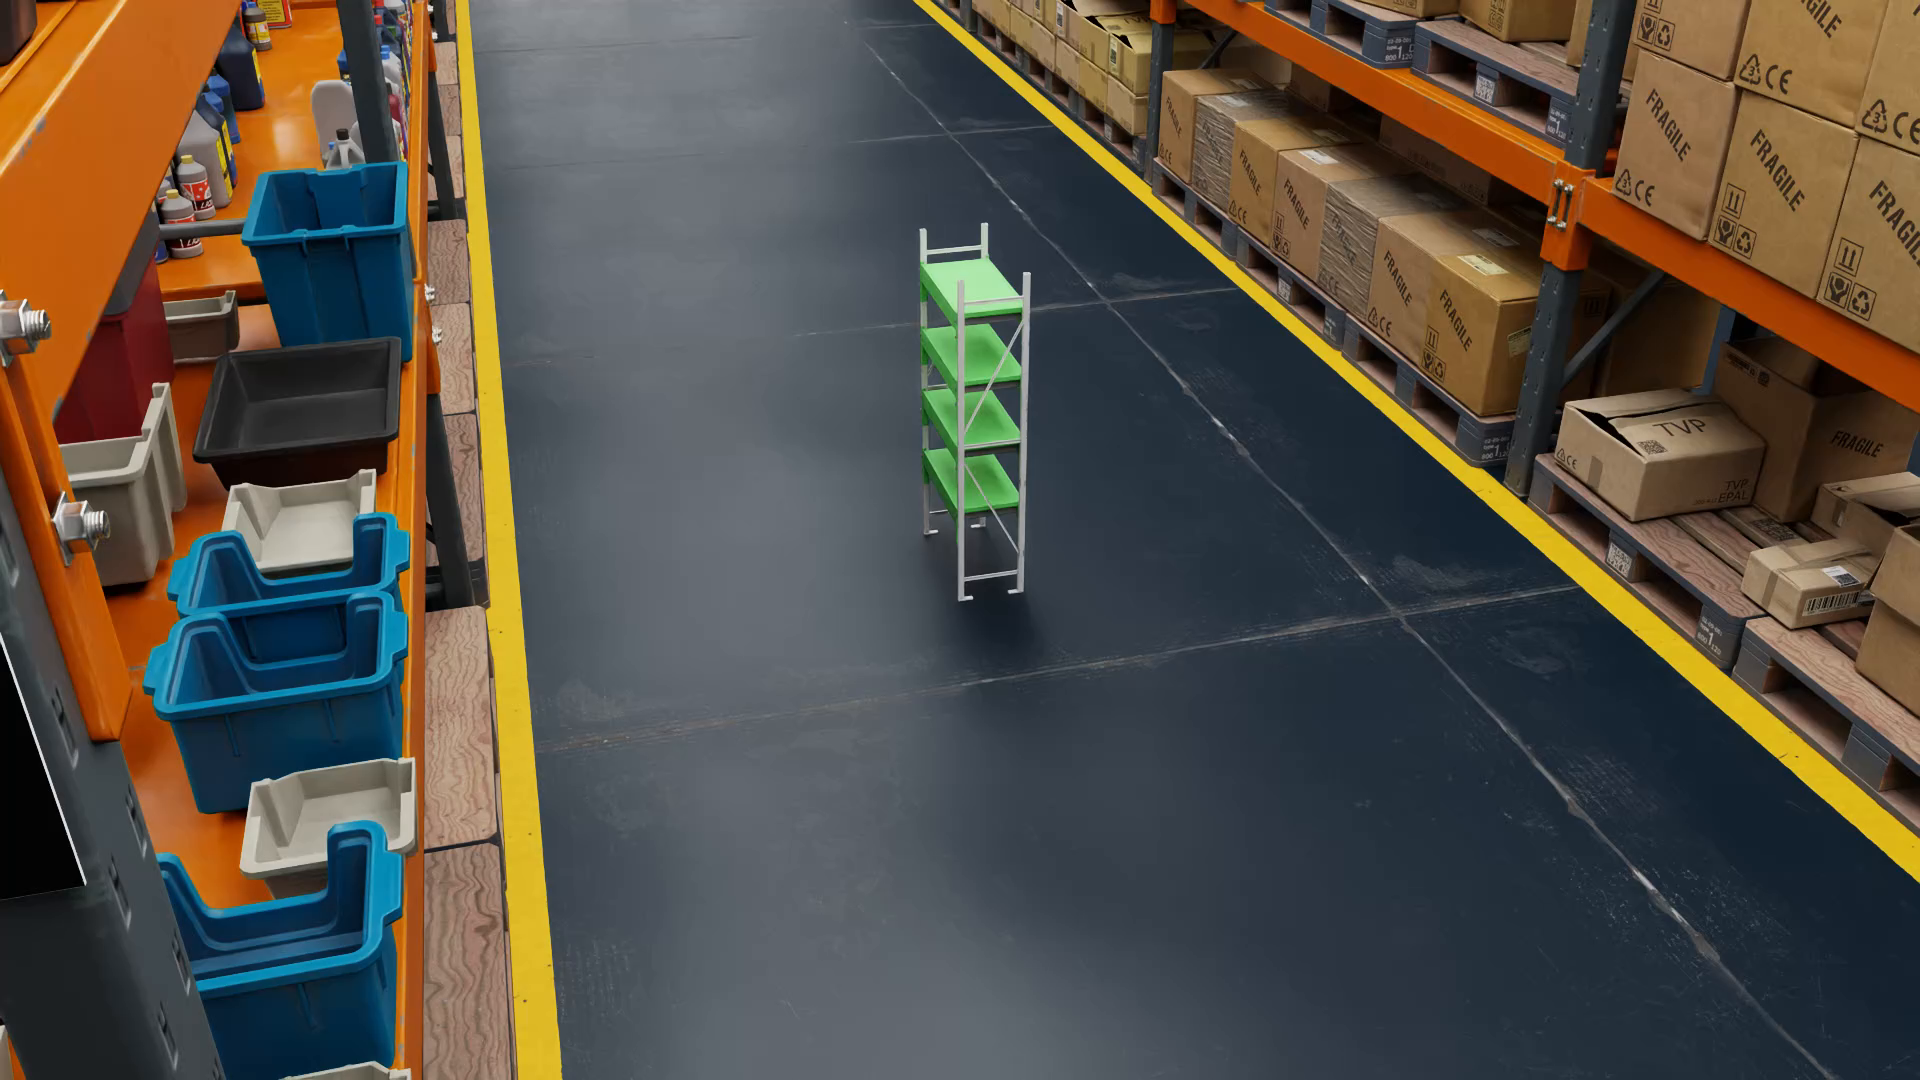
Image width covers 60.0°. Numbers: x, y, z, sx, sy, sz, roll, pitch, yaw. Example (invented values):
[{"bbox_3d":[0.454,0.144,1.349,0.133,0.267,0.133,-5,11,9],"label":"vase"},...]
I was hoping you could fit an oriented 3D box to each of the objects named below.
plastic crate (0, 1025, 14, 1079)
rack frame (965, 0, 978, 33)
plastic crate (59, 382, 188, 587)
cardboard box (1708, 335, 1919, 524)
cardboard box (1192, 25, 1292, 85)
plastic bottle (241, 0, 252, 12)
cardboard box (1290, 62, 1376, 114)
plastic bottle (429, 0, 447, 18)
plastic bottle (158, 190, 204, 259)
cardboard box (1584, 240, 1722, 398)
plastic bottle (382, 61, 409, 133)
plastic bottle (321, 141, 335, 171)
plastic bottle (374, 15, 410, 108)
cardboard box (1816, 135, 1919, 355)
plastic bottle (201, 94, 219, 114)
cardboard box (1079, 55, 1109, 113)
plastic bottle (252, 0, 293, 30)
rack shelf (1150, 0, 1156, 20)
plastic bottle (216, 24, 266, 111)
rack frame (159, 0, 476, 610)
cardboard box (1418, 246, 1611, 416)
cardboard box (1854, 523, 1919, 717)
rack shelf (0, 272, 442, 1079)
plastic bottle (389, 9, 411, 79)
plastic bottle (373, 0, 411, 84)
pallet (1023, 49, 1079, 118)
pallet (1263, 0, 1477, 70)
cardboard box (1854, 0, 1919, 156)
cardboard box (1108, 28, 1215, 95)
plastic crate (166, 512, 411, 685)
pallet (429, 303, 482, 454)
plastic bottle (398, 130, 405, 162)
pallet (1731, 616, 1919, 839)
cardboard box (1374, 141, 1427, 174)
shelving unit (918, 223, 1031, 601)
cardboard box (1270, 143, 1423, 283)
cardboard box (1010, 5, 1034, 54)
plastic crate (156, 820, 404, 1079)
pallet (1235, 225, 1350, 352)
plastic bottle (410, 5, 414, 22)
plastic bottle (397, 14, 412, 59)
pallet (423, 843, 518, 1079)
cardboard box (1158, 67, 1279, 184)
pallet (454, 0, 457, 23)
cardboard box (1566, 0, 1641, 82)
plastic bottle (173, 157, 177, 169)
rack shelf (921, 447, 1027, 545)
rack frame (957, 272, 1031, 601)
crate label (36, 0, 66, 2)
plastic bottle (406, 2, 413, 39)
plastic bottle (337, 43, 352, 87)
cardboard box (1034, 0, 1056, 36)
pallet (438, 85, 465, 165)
[{"bbox_3d":[-1.446,0.754,2.156,0.396,0.136,0.243,-8,31,-13],"label":"plastic crate"},{"bbox_3d":[0.536,-5.417,12.614,1.000,3.000,0.127,-8,31,-13],"label":"rack frame"},{"bbox_3d":[-1.889,-0.109,3.502,0.437,0.282,0.530,-8,31,-13],"label":"plastic crate"},{"bbox_3d":[3.084,-0.424,6.044,0.500,0.500,0.500,-8,31,-13],"label":"cardboard box"},{"bbox_3d":[1.742,-3.011,10.224,0.500,0.311,0.500,-7,31,-12],"label":"cardboard box"},{"bbox_3d":[-3.376,-2.522,7.737,0.152,0.276,0.135,-8,31,-13],"label":"plastic bottle"},{"bbox_3d":[2.092,-2.471,8.832,0.500,0.250,0.500,-7,31,-11],"label":"cardboard box"},{"bbox_3d":[-4.015,-4.136,12.681,0.152,0.276,0.135,-7,31,-11],"label":"plastic bottle"},{"bbox_3d":[-2.418,-0.983,5.152,0.097,0.201,0.097,0,30,0],"label":"plastic bottle"},{"bbox_3d":[2.766,-0.927,6.914,0.500,0.500,0.500,-9,31,-16],"label":"cardboard box"},{"bbox_3d":[-2.180,-1.676,6.275,0.152,0.276,0.135,-8,31,-13],"label":"plastic bottle"},{"bbox_3d":[-2.085,-1.235,5.588,0.097,0.201,0.097,0,30,0],"label":"plastic bottle"},{"bbox_3d":[-2.270,-1.880,6.553,0.144,0.351,0.185,-8,31,-13],"label":"plastic bottle"},{"bbox_3d":[2.802,-0.825,4.581,0.500,0.500,0.500,-8,31,-14],"label":"cardboard box"},{"bbox_3d":[-2.649,-1.433,5.860,0.097,0.271,0.097,0,30,0],"label":"plastic bottle"},{"bbox_3d":[1.083,-2.947,10.672,0.500,0.250,0.500,-8,31,-14],"label":"cardboard box"},{"bbox_3d":[-3.229,-2.543,7.772,0.152,0.276,0.135,-8,31,-13],"label":"plastic bottle"},{"bbox_3d":[1.067,-4.139,11.125,1.077,0.370,4.000,-8,31,-13],"label":"rack shelf"},{"bbox_3d":[-2.858,-1.892,6.574,0.144,0.351,0.185,-8,31,-13],"label":"plastic bottle"},{"bbox_3d":[-2.117,-0.896,4.804,1.000,3.000,0.127,-8,31,-13],"label":"rack frame"},{"bbox_3d":[2.252,-0.862,6.800,0.500,0.500,0.500,-8,31,-14],"label":"cardboard box"},{"bbox_3d":[3.163,0.244,4.887,0.797,0.503,0.637,-8,31,-13],"label":"cardboard box"},{"bbox_3d":[-1.586,0.381,3.315,1.077,0.370,4.000,-8,31,-13],"label":"rack shelf"},{"bbox_3d":[-2.357,-2.087,6.977,0.061,0.283,0.133,-8,31,-13],"label":"plastic bottle"},{"bbox_3d":[-2.355,-2.034,6.818,0.144,0.351,0.185,-8,31,-13],"label":"plastic bottle"},{"bbox_3d":[1.097,-3.269,11.687,1.003,0.211,1.213,-8,31,-13],"label":"pallet"},{"bbox_3d":[2.119,-2.463,7.703,1.003,0.211,1.213,-8,31,-13],"label":"pallet"},{"bbox_3d":[2.787,-1.266,4.346,0.500,0.500,0.500,-9,31,-15],"label":"cardboard box"},{"bbox_3d":[1.222,-2.939,10.100,0.500,0.311,0.500,-7,31,-12],"label":"cardboard box"},{"bbox_3d":[-1.233,0.138,3.124,0.416,0.233,0.300,-8,31,-13],"label":"plastic crate"},{"bbox_3d":[-2.609,-0.658,7.176,1.003,0.211,1.213,-8,31,-13],"label":"pallet"},{"bbox_3d":[-2.000,-1.368,5.817,0.097,0.201,0.097,0,30,0],"label":"plastic bottle"},{"bbox_3d":[3.168,0.576,5.044,1.003,0.211,1.213,-8,31,-13],"label":"pallet"},{"bbox_3d":[2.355,-1.670,8.197,0.500,0.500,0.500,-9,31,-15],"label":"cardboard box"},{"bbox_3d":[0.044,-0.439,5.811,0.258,1.200,0.503,-8,31,-13],"label":"shelving unit"},{"bbox_3d":[1.859,-1.589,8.057,0.500,0.500,0.500,-9,31,-15],"label":"cardboard box"},{"bbox_3d":[0.679,-3.684,11.946,0.500,0.250,0.500,-9,31,-15],"label":"cardboard box"},{"bbox_3d":[-0.978,0.601,2.324,0.416,0.233,0.300,-8,31,-13],"label":"plastic crate"},{"bbox_3d":[2.080,-1.324,8.327,1.003,0.211,1.213,-8,31,-13],"label":"pallet"},{"bbox_3d":[-2.647,-2.545,7.851,0.097,0.201,0.097,0,30,0],"label":"plastic bottle"},{"bbox_3d":[-2.457,-2.199,7.253,0.097,0.201,0.097,0,30,0],"label":"plastic bottle"},{"bbox_3d":[-1.557,1.251,3.878,1.003,0.211,1.213,-8,31,-13],"label":"pallet"},{"bbox_3d":[1.443,-2.335,9.347,0.500,0.500,0.500,-7,31,-11],"label":"cardboard box"},{"bbox_3d":[-4.706,-4.473,13.768,1.003,0.211,1.213,-8,31,-13],"label":"pallet"},{"bbox_3d":[2.750,-2.036,6.255,0.700,0.500,0.500,-19,35,-30],"label":"cardboard box"},{"bbox_3d":[-2.676,-1.275,5.508,0.144,0.351,0.185,-8,31,-13],"label":"plastic bottle"},{"bbox_3d":[0.044,-0.176,5.964,0.258,0.148,0.480,-8,31,-13],"label":"rack shelf"},{"bbox_3d":[0.109,-0.321,5.608,0.240,1.200,0.015,-8,31,-13],"label":"rack frame"},{"bbox_3d":[-0.989,-0.687,1.596,0.408,0.251,0.502,-8,31,-13],"label":"crate label"},{"bbox_3d":[-2.560,-2.387,7.577,0.097,0.201,0.097,0,30,0],"label":"plastic bottle"},{"bbox_3d":[-2.375,-1.808,6.508,0.097,0.271,0.097,0,30,0],"label":"plastic bottle"},{"bbox_3d":[0.815,-3.676,11.373,0.500,0.311,0.500,-7,31,-12],"label":"cardboard box"},{"bbox_3d":[-3.667,-2.589,10.511,1.003,0.211,1.213,-8,31,-13],"label":"pallet"}]
